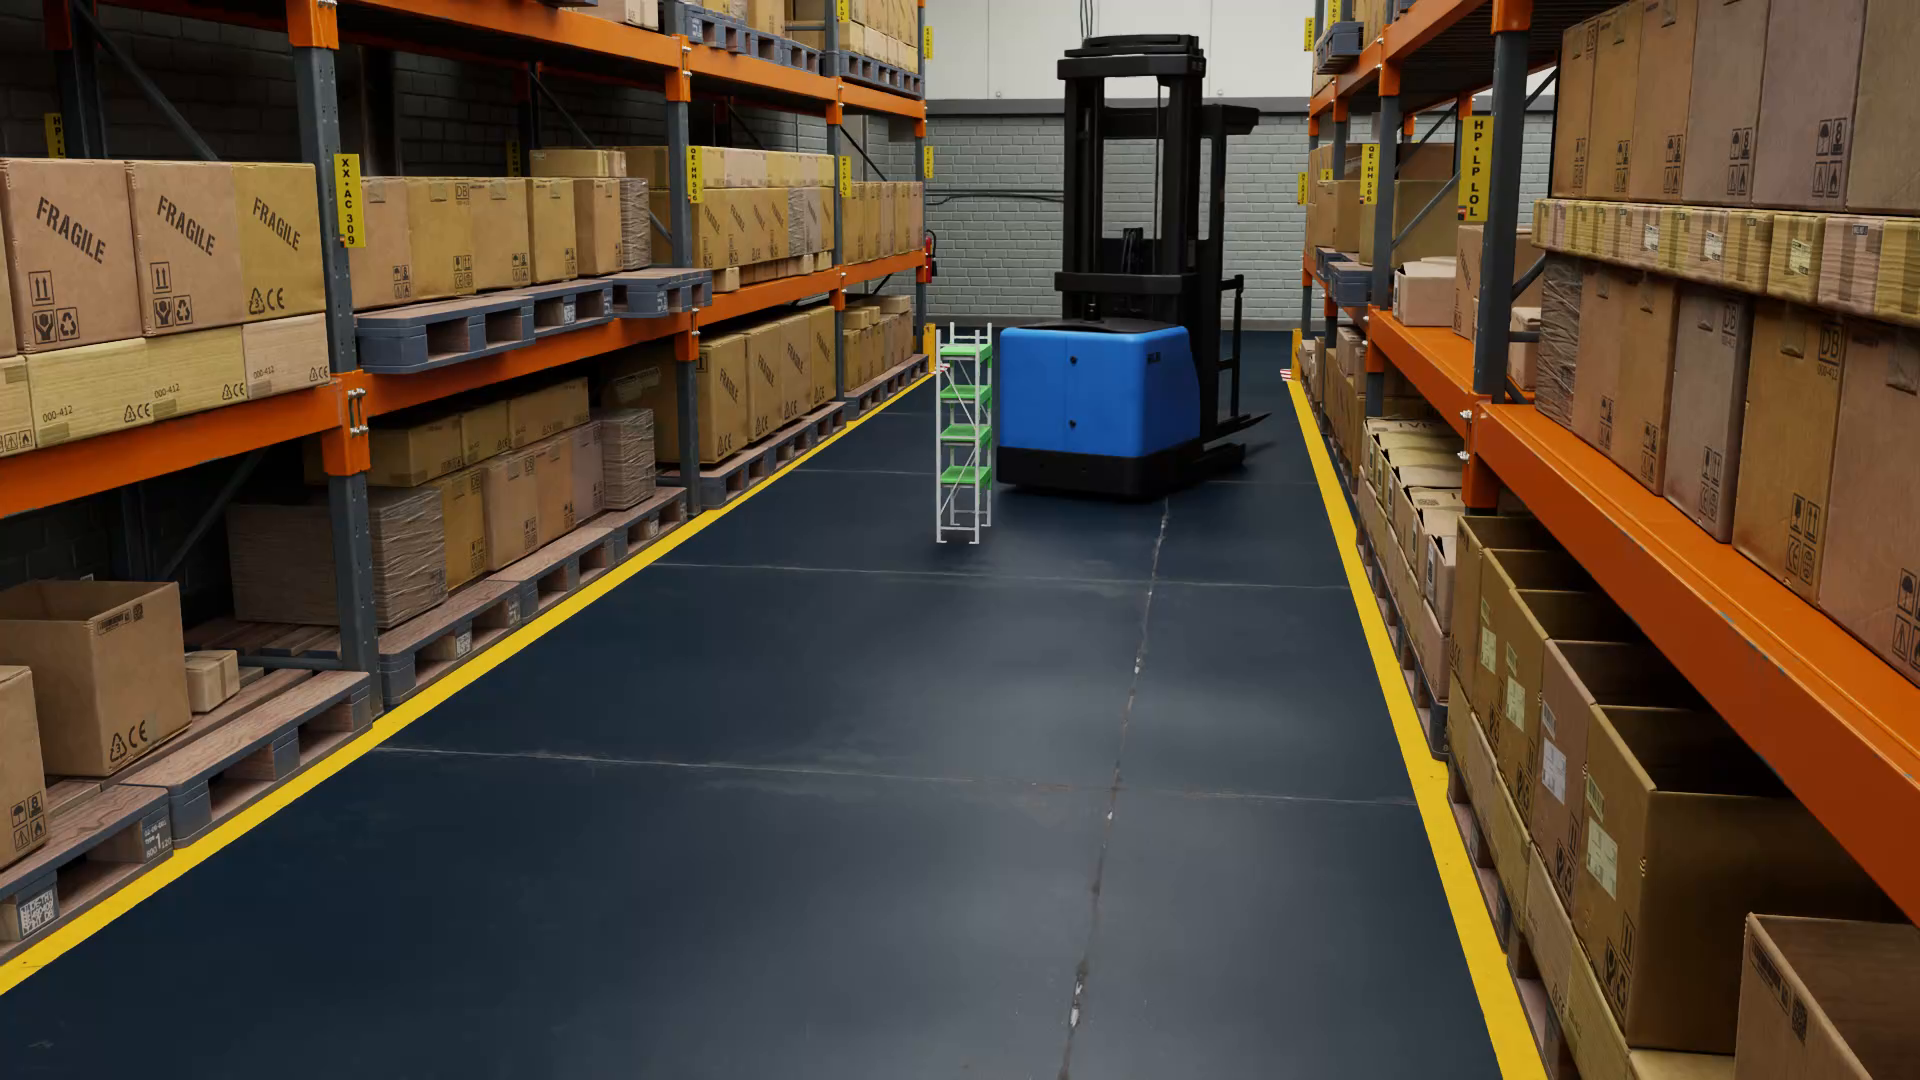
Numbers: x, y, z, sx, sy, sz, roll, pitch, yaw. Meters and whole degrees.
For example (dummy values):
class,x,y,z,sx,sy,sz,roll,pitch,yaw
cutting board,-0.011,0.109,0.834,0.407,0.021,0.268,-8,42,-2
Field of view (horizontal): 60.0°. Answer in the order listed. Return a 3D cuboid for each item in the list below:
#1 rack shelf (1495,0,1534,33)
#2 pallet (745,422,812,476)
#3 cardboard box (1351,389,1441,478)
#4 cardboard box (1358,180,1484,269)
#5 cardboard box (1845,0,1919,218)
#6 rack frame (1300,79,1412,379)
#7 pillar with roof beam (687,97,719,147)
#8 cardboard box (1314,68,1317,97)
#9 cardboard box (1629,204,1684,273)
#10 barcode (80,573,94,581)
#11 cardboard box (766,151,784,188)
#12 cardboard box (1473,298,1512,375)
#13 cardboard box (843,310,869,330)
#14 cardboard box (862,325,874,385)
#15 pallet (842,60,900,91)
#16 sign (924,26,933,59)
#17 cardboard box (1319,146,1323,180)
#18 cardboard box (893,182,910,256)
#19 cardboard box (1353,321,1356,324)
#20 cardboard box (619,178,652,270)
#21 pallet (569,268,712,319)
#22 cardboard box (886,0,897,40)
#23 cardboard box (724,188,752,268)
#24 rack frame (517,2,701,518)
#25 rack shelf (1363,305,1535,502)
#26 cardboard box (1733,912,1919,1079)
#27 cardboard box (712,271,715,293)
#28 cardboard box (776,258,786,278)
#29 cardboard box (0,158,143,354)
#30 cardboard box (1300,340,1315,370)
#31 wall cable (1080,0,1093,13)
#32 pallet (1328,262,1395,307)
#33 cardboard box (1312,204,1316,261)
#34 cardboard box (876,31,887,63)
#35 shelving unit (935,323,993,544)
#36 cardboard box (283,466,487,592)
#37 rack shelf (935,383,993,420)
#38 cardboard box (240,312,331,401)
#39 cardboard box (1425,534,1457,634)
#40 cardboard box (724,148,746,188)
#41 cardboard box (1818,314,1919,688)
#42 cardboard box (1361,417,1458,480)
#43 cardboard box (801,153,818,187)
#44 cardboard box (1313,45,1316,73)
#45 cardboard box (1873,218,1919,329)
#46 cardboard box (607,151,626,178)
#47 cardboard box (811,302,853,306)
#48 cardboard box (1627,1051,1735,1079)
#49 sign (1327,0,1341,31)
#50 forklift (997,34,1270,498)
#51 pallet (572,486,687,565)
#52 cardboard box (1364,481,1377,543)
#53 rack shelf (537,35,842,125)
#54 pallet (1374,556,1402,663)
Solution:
class,x,y,z,sx,sy,sz,roll,pitch,yaw
rack shelf,1.876,-1.338,3.167,1.077,0.370,4.000,2,12,9
pallet,-1.711,-0.683,12.163,1.003,0.211,1.213,2,12,9
cardboard box,2.710,-0.667,10.359,0.500,0.500,0.500,2,12,11
cardboard box,2.784,-1.861,9.774,0.700,0.500,0.500,-2,12,-10
cardboard box,1.736,-0.707,2.338,0.700,0.500,0.500,2,12,7
rack frame,4.029,-3.137,16.931,1.000,3.000,0.127,2,12,9
pillar with roof beam,2.025,-5.431,13.335,9.100,9.000,0.400,2,12,9
cardboard box,3.609,-4.328,15.691,0.500,0.250,0.500,2,12,9
cardboard box,1.756,-0.687,3.785,0.380,0.149,0.250,2,12,7
barcode,-3.032,0.156,5.778,0.001,0.075,0.075,2,12,9
cardboard box,-1.545,-2.611,11.718,0.500,0.250,0.500,2,12,7
cardboard box,2.137,-0.763,6.231,0.396,0.266,0.258,2,12,7
cardboard box,-1.032,-1.982,14.969,0.380,0.149,0.250,2,12,11
cardboard box,-1.185,-1.704,15.219,0.700,0.500,0.500,2,12,8
pallet,-1.155,-4.310,15.465,1.003,0.211,1.213,2,12,9
sign,-0.332,-5.137,17.176,0.100,0.325,0.005,2,12,9
cardboard box,3.389,-3.168,14.460,0.500,0.500,0.500,2,12,9
cardboard box,-1.036,-3.185,16.442,0.980,0.700,0.700,2,12,8
cardboard box,4.189,-2.009,16.585,0.500,0.500,0.500,2,12,9
cardboard box,-2.159,-1.797,9.432,0.700,0.500,0.500,0,12,2
pallet,-2.101,-1.386,9.260,1.213,0.211,1.003,2,12,9
cardboard box,-0.869,-4.937,15.503,0.500,0.500,0.500,1,12,6
cardboard box,-1.679,-2.037,10.836,0.500,0.500,0.500,2,12,11
rack frame,-2.097,-1.632,9.944,1.000,3.000,0.127,2,12,9
rack shelf,2.491,-0.704,7.347,1.077,0.370,4.000,2,12,9
cardboard box,1.357,0.844,2.205,0.500,0.500,0.500,2,12,9
cardboard box,-1.770,-1.632,10.494,0.380,0.149,0.250,2,12,9
cardboard box,-1.493,-2.009,12.243,0.380,0.149,0.250,2,12,7
cardboard box,-2.638,-0.785,4.544,0.500,0.500,0.500,2,12,7
cardboard box,3.588,-1.800,16.208,0.500,0.250,0.500,2,12,9
wall cable,3.030,-8.259,21.838,3.097,2.526,0.112,2,12,9
pallet,2.833,-1.521,9.889,1.213,0.211,1.003,2,12,9
cardboard box,3.467,-2.786,15.065,0.500,0.500,0.500,2,12,9
cardboard box,-0.951,-4.459,15.068,0.500,0.250,0.500,2,12,7
shelving unit,0.025,-0.621,9.527,0.258,1.200,0.503,2,12,9
cardboard box,-2.585,-0.055,7.518,0.700,0.500,0.500,2,12,8
rack shelf,0.025,-0.793,9.490,0.258,0.148,0.480,2,12,9
cardboard box,-2.485,-0.627,5.591,0.500,0.250,0.500,2,12,9
cardboard box,1.962,0.132,5.960,0.500,0.311,0.500,2,12,9
cardboard box,-1.690,-2.400,10.740,0.500,0.250,0.500,2,12,8
cardboard box,1.729,-0.062,2.422,0.700,0.500,0.500,2,12,10
cardboard box,2.428,-0.508,8.928,0.500,0.311,0.500,2,12,11
cardboard box,-1.389,-2.823,12.703,0.500,0.250,0.500,2,12,10
cardboard box,3.693,-4.676,16.121,0.500,0.250,0.500,2,12,9
cardboard box,1.517,-0.366,2.295,0.380,0.149,0.250,2,12,8
cardboard box,-2.120,-2.140,9.481,0.380,0.149,0.250,0,12,1
cardboard box,-1.247,-2.217,16.057,0.380,0.149,0.250,2,12,9
cardboard box,1.424,1.107,2.768,0.500,0.250,0.500,2,12,9
sign,2.876,-4.040,12.771,0.100,0.325,0.005,2,12,9
forklift,1.400,-1.967,11.664,1.130,2.935,3.031,7,14,29
pallet,-2.218,-0.106,9.484,1.003,0.211,1.213,2,12,9
cardboard box,2.351,-0.129,8.501,0.500,0.250,0.500,2,12,7
rack shelf,-1.789,-3.163,11.636,1.077,0.370,4.000,2,12,9
pallet,2.443,0.315,7.533,1.003,0.211,1.213,2,12,9
